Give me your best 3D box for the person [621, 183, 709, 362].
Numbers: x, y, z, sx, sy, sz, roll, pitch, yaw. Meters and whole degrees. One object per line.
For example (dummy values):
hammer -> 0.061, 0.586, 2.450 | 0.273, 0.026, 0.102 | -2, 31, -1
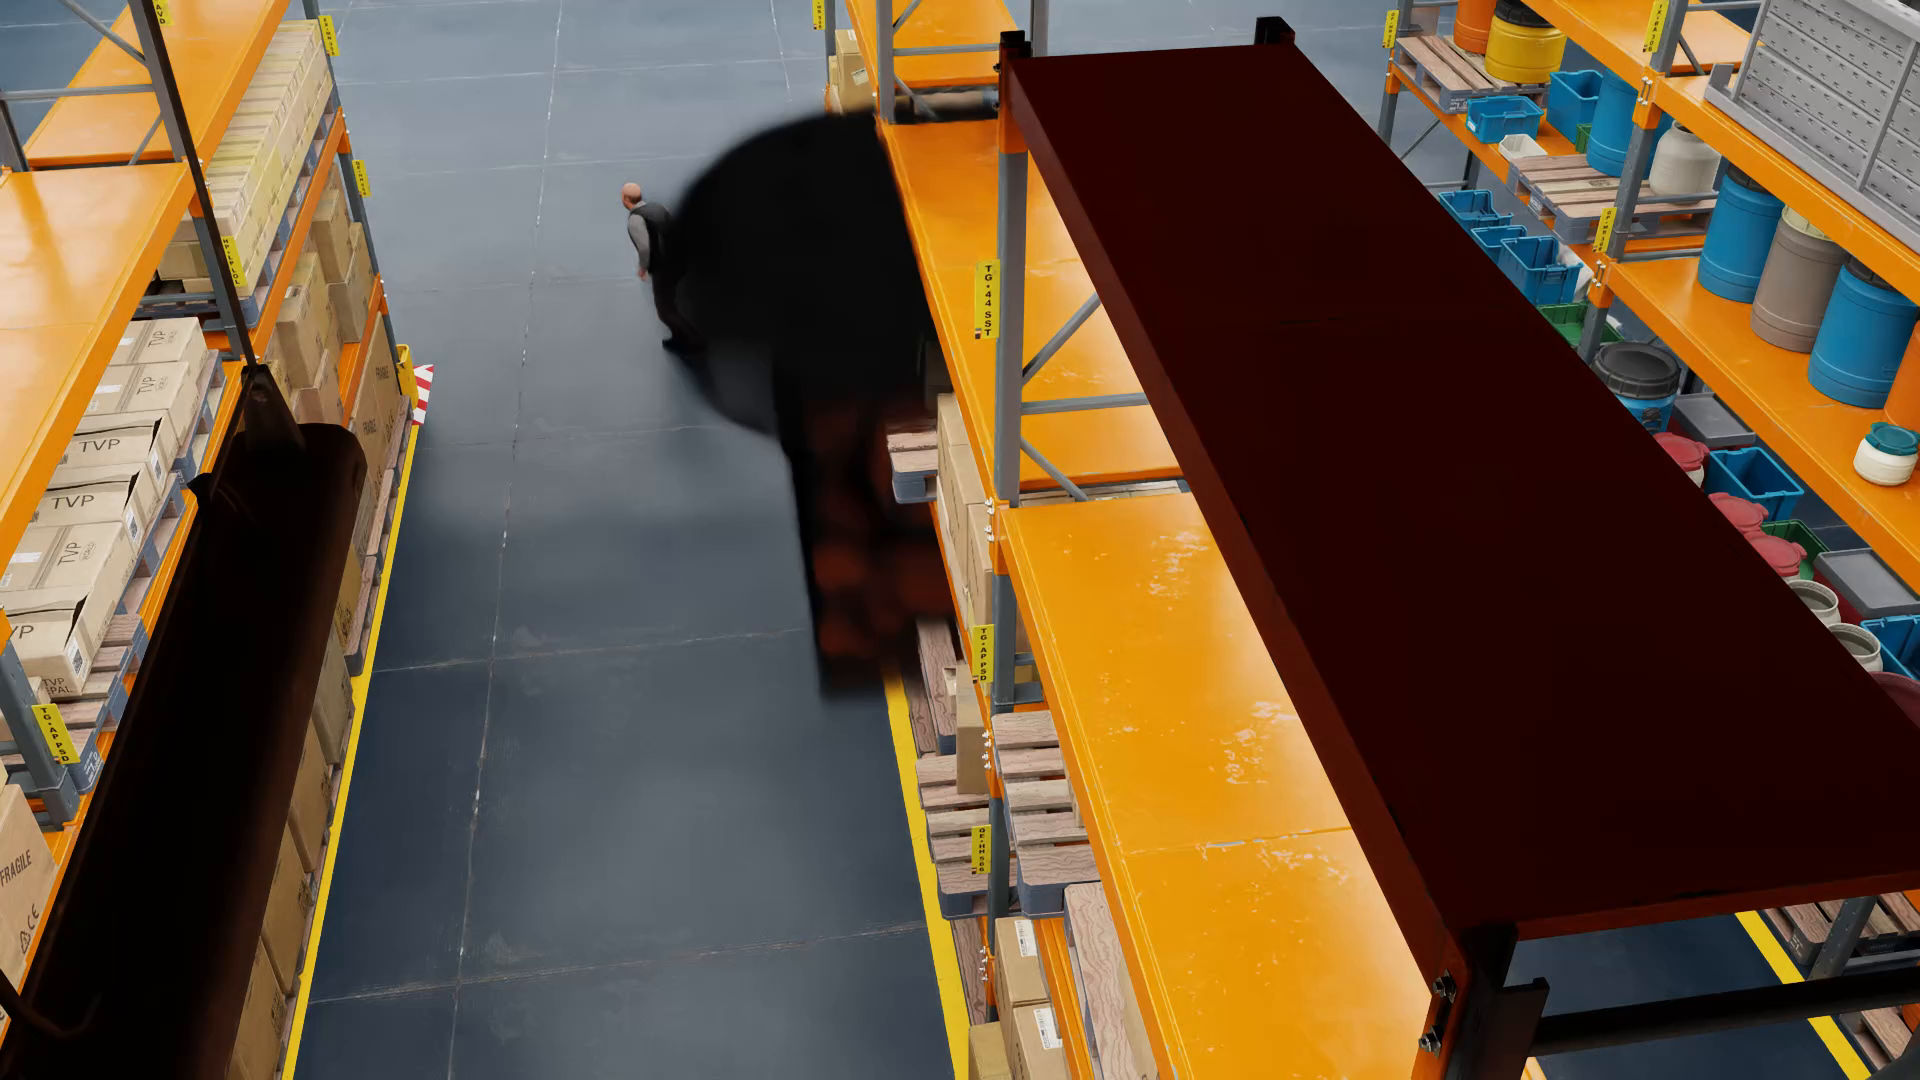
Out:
person -> -2.748, -2.521, 15.571 | 0.877, 1.575, 0.673 | 11, 38, 15

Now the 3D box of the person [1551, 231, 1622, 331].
person -> 5.836, -2.531, 15.589 | 0.724, 1.579, 1.009 | -29, 45, -33
